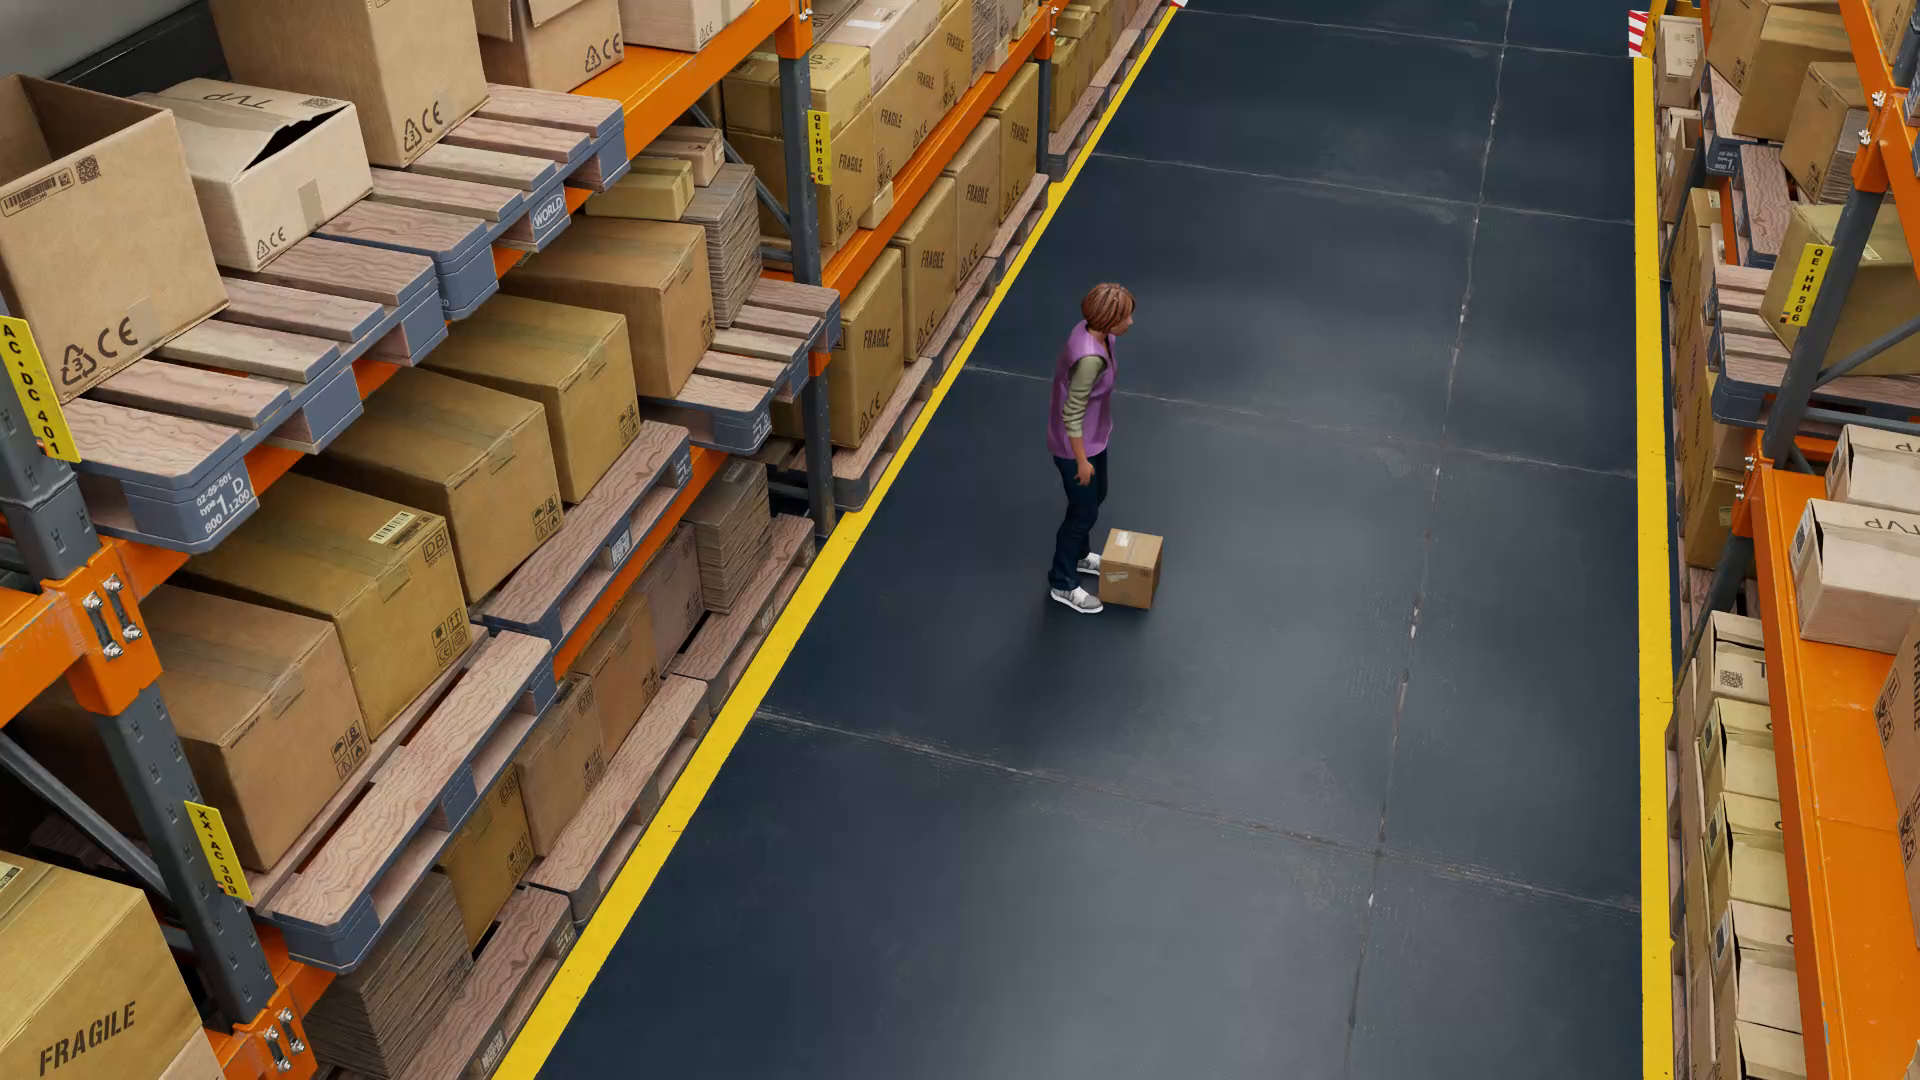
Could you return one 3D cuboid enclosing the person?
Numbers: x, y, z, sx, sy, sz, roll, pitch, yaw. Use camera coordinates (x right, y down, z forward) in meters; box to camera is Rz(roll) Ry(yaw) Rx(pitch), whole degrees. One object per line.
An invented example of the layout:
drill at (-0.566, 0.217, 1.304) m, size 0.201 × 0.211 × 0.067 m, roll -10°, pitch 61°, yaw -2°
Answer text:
person at (0.563, -0.436, 7.466) m, size 0.345 × 1.592 × 0.477 m, roll 9°, pitch 38°, yaw 11°
